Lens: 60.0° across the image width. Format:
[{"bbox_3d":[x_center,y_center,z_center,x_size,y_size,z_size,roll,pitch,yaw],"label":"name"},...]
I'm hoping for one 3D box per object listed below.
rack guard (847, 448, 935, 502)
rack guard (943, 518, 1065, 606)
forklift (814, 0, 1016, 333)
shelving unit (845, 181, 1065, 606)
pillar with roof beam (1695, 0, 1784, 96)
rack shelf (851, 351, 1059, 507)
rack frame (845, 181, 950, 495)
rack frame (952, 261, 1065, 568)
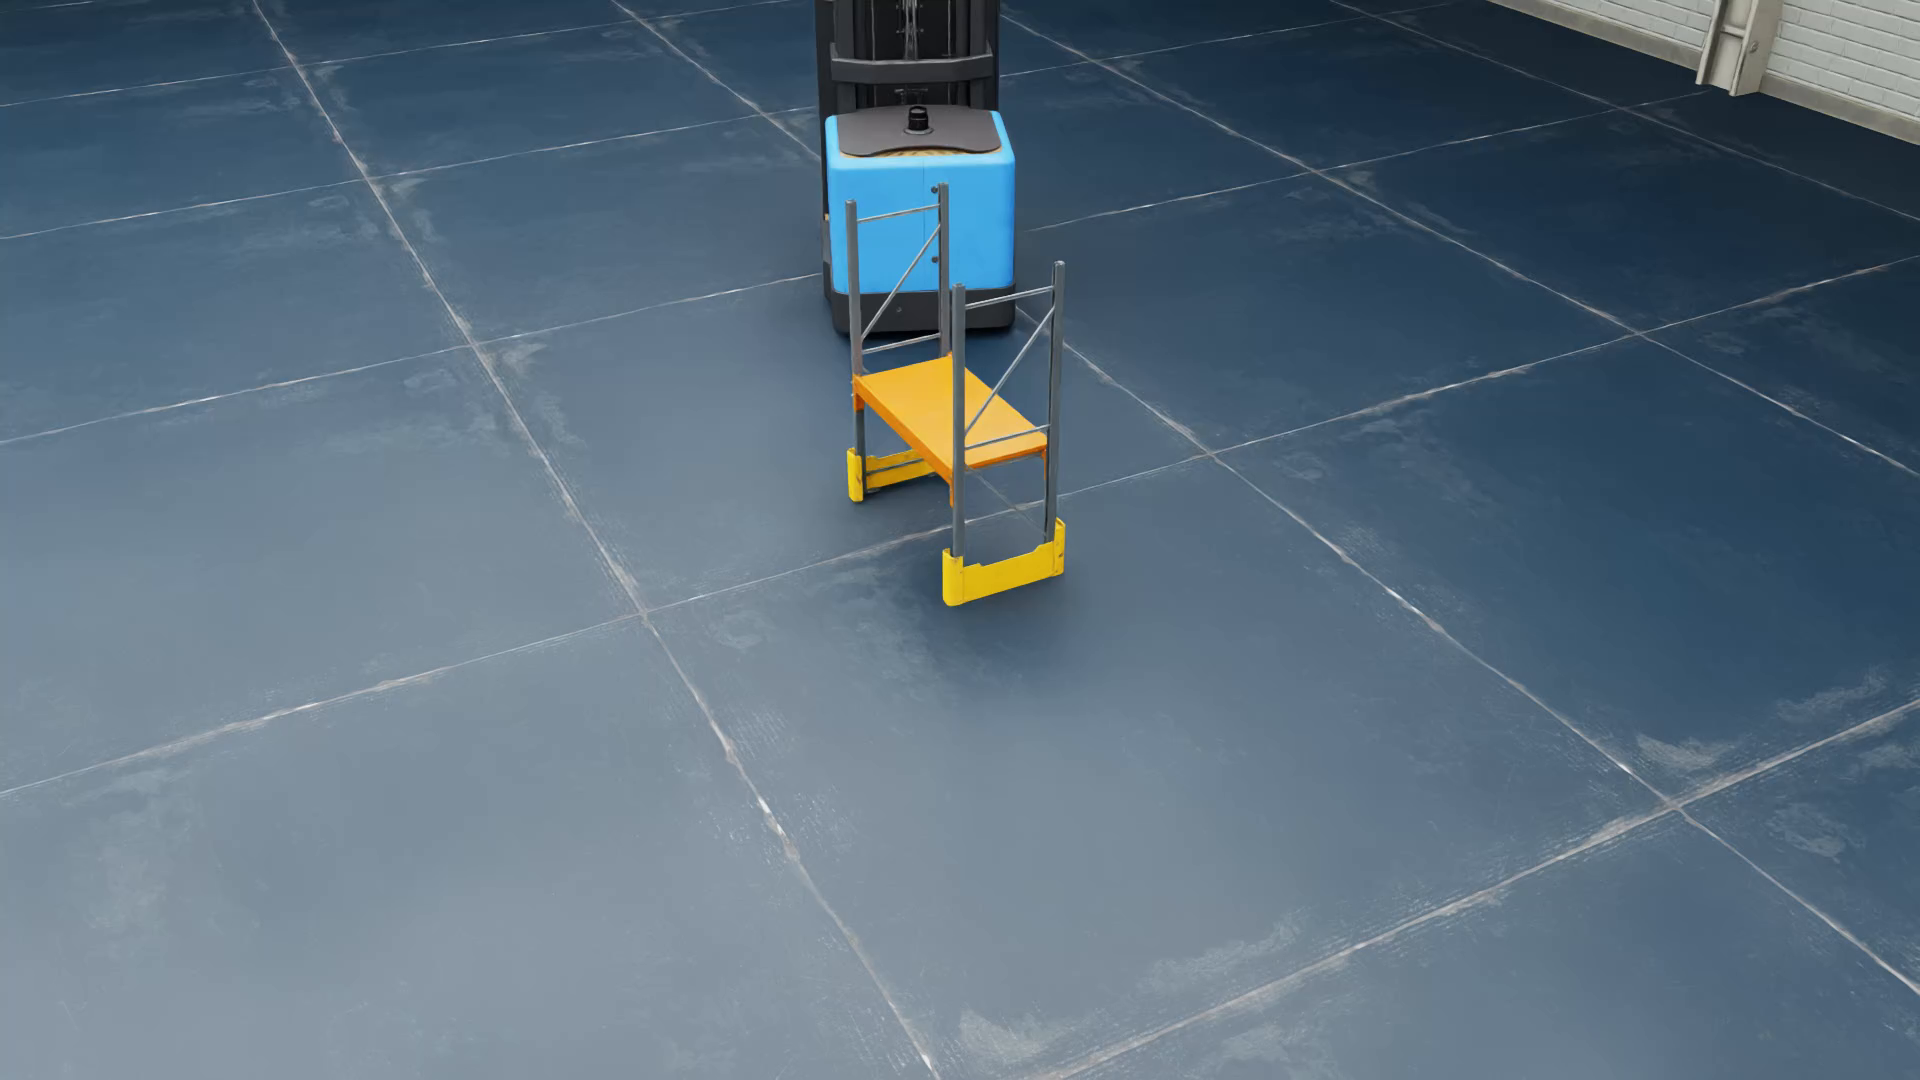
[{"bbox_3d":[-0.268,-0.379,8.110,0.587,0.250,0.087,-16,36,-23],"label":"rack guard"},{"bbox_3d":[0.197,0.096,7.368,0.587,0.250,0.087,-16,36,-23],"label":"rack guard"},{"bbox_3d":[-0.335,-3.184,10.003,1.130,2.935,3.031,-3,33,-4],"label":"forklift"},{"bbox_3d":[-0.036,-0.668,7.402,0.587,1.500,1.083,-16,36,-23],"label":"shelving unit"},{"bbox_3d":[2.418,-6.381,9.368,9.100,9.000,0.400,-16,36,-23],"label":"pillar with roof beam"},{"bbox_3d":[-0.040,-0.521,7.506,0.538,0.185,1.000,-16,36,-23],"label":"rack shelf"},{"bbox_3d":[-0.277,-0.915,7.788,0.500,1.500,0.032,-16,36,-23],"label":"rack frame"},{"bbox_3d":[0.197,-0.430,7.030,0.500,1.500,0.032,-16,36,-23],"label":"rack frame"}]
